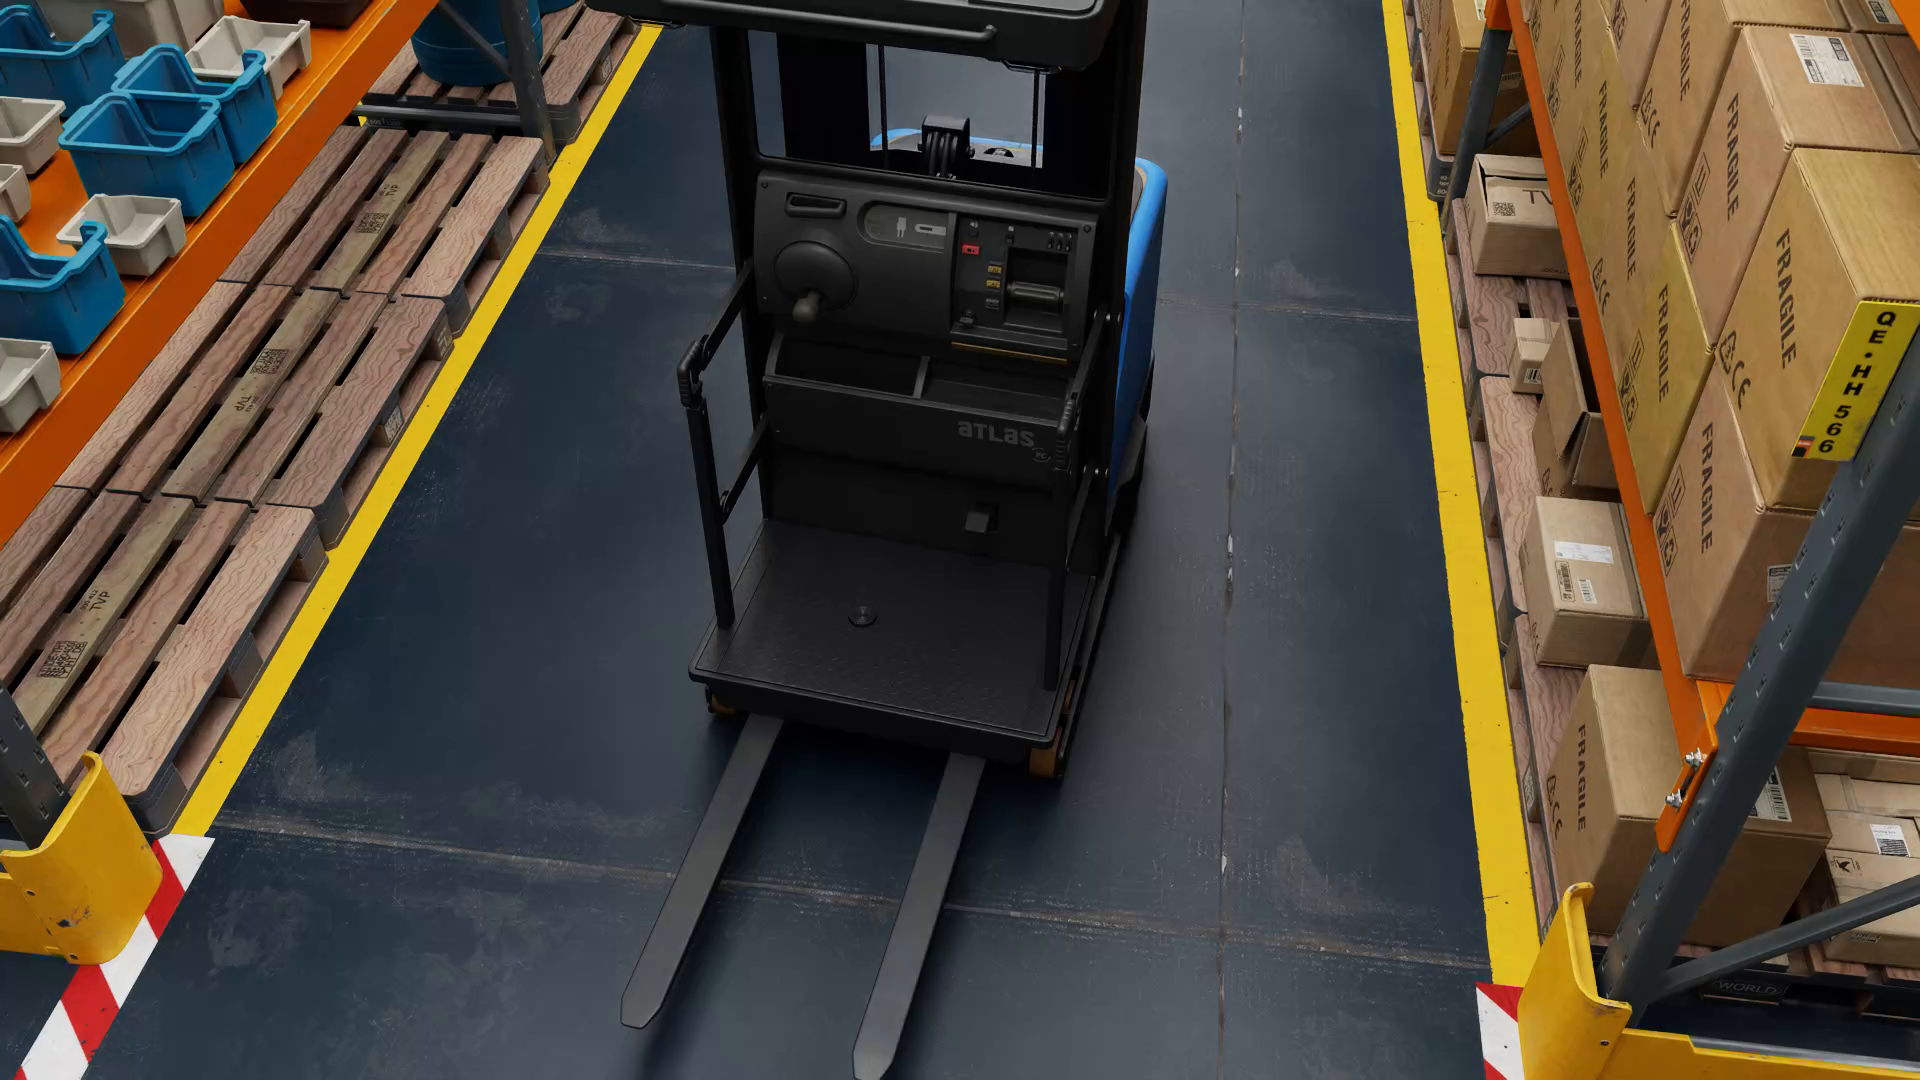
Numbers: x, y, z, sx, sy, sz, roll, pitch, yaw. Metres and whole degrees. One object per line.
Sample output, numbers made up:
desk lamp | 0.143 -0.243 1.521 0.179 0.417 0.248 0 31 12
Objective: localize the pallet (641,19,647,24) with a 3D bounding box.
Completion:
pallet | -2.040 -3.182 8.957 1.003 0.211 1.213 5 44 6

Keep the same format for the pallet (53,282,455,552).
pallet | -2.560 -0.488 6.112 1.003 0.211 1.213 5 44 6

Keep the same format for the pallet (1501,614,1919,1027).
pallet | 2.153 0.758 4.797 1.003 0.211 1.213 5 44 6

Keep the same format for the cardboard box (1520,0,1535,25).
cardboard box | 2.230 -2.100 5.713 0.500 0.500 0.500 6 44 7

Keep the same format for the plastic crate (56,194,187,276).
plastic crate | -2.298 -0.850 4.615 0.250 0.136 0.298 5 44 6

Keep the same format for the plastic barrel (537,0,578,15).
plastic barrel | -2.160 -3.081 8.043 0.600 0.901 0.708 5 44 6

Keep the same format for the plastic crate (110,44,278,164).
plastic crate | -2.298 -1.314 5.034 0.416 0.233 0.300 5 44 6

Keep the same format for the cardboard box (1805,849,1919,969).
cardboard box | 2.435 0.961 4.306 0.380 0.149 0.250 5 44 6

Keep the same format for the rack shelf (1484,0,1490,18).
rack shelf | 2.832 -3.488 7.775 1.077 0.370 4.000 5 44 6

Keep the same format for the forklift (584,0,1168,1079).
forklift | -0.153 -0.648 4.302 1.130 2.935 3.031 10 44 10

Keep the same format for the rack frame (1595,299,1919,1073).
rack frame | 2.039 0.340 3.209 1.000 3.000 0.127 5 44 6

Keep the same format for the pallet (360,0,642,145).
pallet | -2.199 -2.348 8.077 1.003 0.211 1.213 5 44 6

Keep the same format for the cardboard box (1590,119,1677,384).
cardboard box | 1.964 -0.720 4.256 0.500 0.500 0.500 6 44 6

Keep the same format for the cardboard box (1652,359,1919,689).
cardboard box | 1.828 -0.026 3.523 0.500 0.500 0.500 6 44 7

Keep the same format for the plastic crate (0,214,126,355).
plastic crate | -2.425 -0.661 4.344 0.416 0.233 0.300 5 44 6

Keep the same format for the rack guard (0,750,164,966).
rack guard | -2.861 0.813 4.528 1.175 0.500 0.348 5 44 6

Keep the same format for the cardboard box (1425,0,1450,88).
cardboard box | 2.422 -2.337 7.534 0.500 0.500 0.500 5 44 6

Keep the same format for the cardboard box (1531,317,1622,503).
cardboard box | 2.324 -0.358 5.443 0.797 0.503 0.637 5 44 6

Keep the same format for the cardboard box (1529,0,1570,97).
cardboard box | 2.165 -1.750 5.344 0.500 0.500 0.500 6 44 6

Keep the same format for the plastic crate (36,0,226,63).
plastic crate | -2.727 -1.794 5.505 0.437 0.282 0.530 5 44 6

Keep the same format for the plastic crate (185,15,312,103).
plastic crate | -2.274 -1.551 5.354 0.293 0.136 0.466 5 44 6

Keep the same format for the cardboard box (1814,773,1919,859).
cardboard box | 2.468 0.785 4.480 0.380 0.166 0.250 5 44 6

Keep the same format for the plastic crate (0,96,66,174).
plastic crate | -2.857 -1.203 4.987 0.298 0.136 0.250 5 44 6

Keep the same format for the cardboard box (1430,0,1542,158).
cardboard box | 2.348 -2.000 7.179 0.500 0.500 0.500 5 44 5

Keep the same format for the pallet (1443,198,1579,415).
pallet | 2.476 -0.905 6.553 1.003 0.211 1.213 5 44 6

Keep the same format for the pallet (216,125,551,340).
pallet | -2.401 -1.322 6.992 1.003 0.211 1.213 5 44 6

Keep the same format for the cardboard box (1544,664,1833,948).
cardboard box | 1.866 0.695 4.332 0.500 0.500 0.500 5 44 6

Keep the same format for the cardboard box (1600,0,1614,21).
cardboard box | 2.090 -1.788 4.657 0.500 0.500 0.500 4 44 4

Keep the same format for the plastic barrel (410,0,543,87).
plastic barrel | -2.253 -2.599 7.533 0.600 0.901 0.708 5 44 6

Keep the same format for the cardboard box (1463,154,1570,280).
cardboard box | 2.297 -1.303 6.580 0.500 0.311 0.500 5 44 6

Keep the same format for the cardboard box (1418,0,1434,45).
cardboard box | 2.489 -2.678 7.895 0.500 0.500 0.500 6 44 6

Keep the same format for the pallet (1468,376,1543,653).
pallet | 2.317 -0.072 5.672 1.003 0.211 1.213 5 44 6

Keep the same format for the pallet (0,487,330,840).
pallet | -2.723 0.341 5.236 1.003 0.211 1.213 5 44 6

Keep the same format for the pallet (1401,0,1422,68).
pallet | 2.796 -2.765 8.517 1.003 0.211 1.213 5 44 6

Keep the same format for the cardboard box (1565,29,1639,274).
cardboard box | 2.031 -1.063 4.618 0.500 0.500 0.500 5 44 5

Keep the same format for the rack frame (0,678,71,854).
rack frame | -2.871 -0.113 3.687 1.000 3.000 0.127 5 44 6

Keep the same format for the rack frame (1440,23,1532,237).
rack frame | 2.567 -2.386 6.088 1.000 3.000 0.127 5 44 6

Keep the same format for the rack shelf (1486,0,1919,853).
rack shelf | 2.303 -0.762 4.896 1.077 0.370 4.000 5 44 6

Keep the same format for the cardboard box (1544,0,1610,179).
cardboard box | 2.097 -1.410 4.984 0.500 0.500 0.500 5 44 5

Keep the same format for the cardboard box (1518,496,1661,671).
cardboard box | 2.022 0.141 5.099 0.500 0.250 0.500 5 44 6

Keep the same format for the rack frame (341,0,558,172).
rack frame | -2.342 -2.839 6.566 1.000 3.000 0.127 5 44 6

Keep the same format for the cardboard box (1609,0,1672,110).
cardboard box | 2.023 -1.436 4.285 0.500 0.500 0.500 6 44 7

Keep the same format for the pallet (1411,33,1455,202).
pallet | 2.637 -1.931 7.636 1.003 0.211 1.213 5 44 6

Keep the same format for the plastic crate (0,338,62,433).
plastic crate | -2.387 -0.388 4.126 0.250 0.136 0.298 5 44 6

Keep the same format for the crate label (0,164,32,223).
crate label | -2.877 -0.999 4.772 0.396 0.136 0.243 5 44 6

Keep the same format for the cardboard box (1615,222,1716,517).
cardboard box | 1.893 -0.380 3.897 0.500 0.500 0.500 6 44 6

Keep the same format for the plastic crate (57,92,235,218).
plastic crate | -2.338 -1.109 4.818 0.416 0.233 0.300 5 44 6

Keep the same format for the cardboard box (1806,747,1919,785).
cardboard box | 2.458 0.493 4.727 0.500 0.250 0.500 5 44 6

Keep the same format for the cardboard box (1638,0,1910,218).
cardboard box | 1.955 -1.086 3.915 0.500 0.500 0.500 6 44 7

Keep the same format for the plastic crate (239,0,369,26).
plastic crate | -2.224 -1.973 5.809 0.437 0.125 0.590 5 44 6

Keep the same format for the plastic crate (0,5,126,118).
plastic crate | -2.854 -1.497 5.227 0.416 0.233 0.300 5 44 6

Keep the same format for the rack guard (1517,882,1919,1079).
rack guard | 2.049 1.196 4.123 1.175 0.500 0.348 5 44 6

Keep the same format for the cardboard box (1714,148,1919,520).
cardboard box | 1.825 -0.388 3.178 0.500 0.500 0.500 5 44 5

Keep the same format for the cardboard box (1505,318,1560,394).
cardboard box | 2.193 -0.660 6.006 0.380 0.166 0.250 5 44 6

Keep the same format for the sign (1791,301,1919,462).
sign | 1.491 -0.259 2.770 0.100 0.325 0.005 5 44 6

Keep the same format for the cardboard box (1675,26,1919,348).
cardboard box | 1.891 -0.732 3.541 0.500 0.500 0.500 6 44 7
